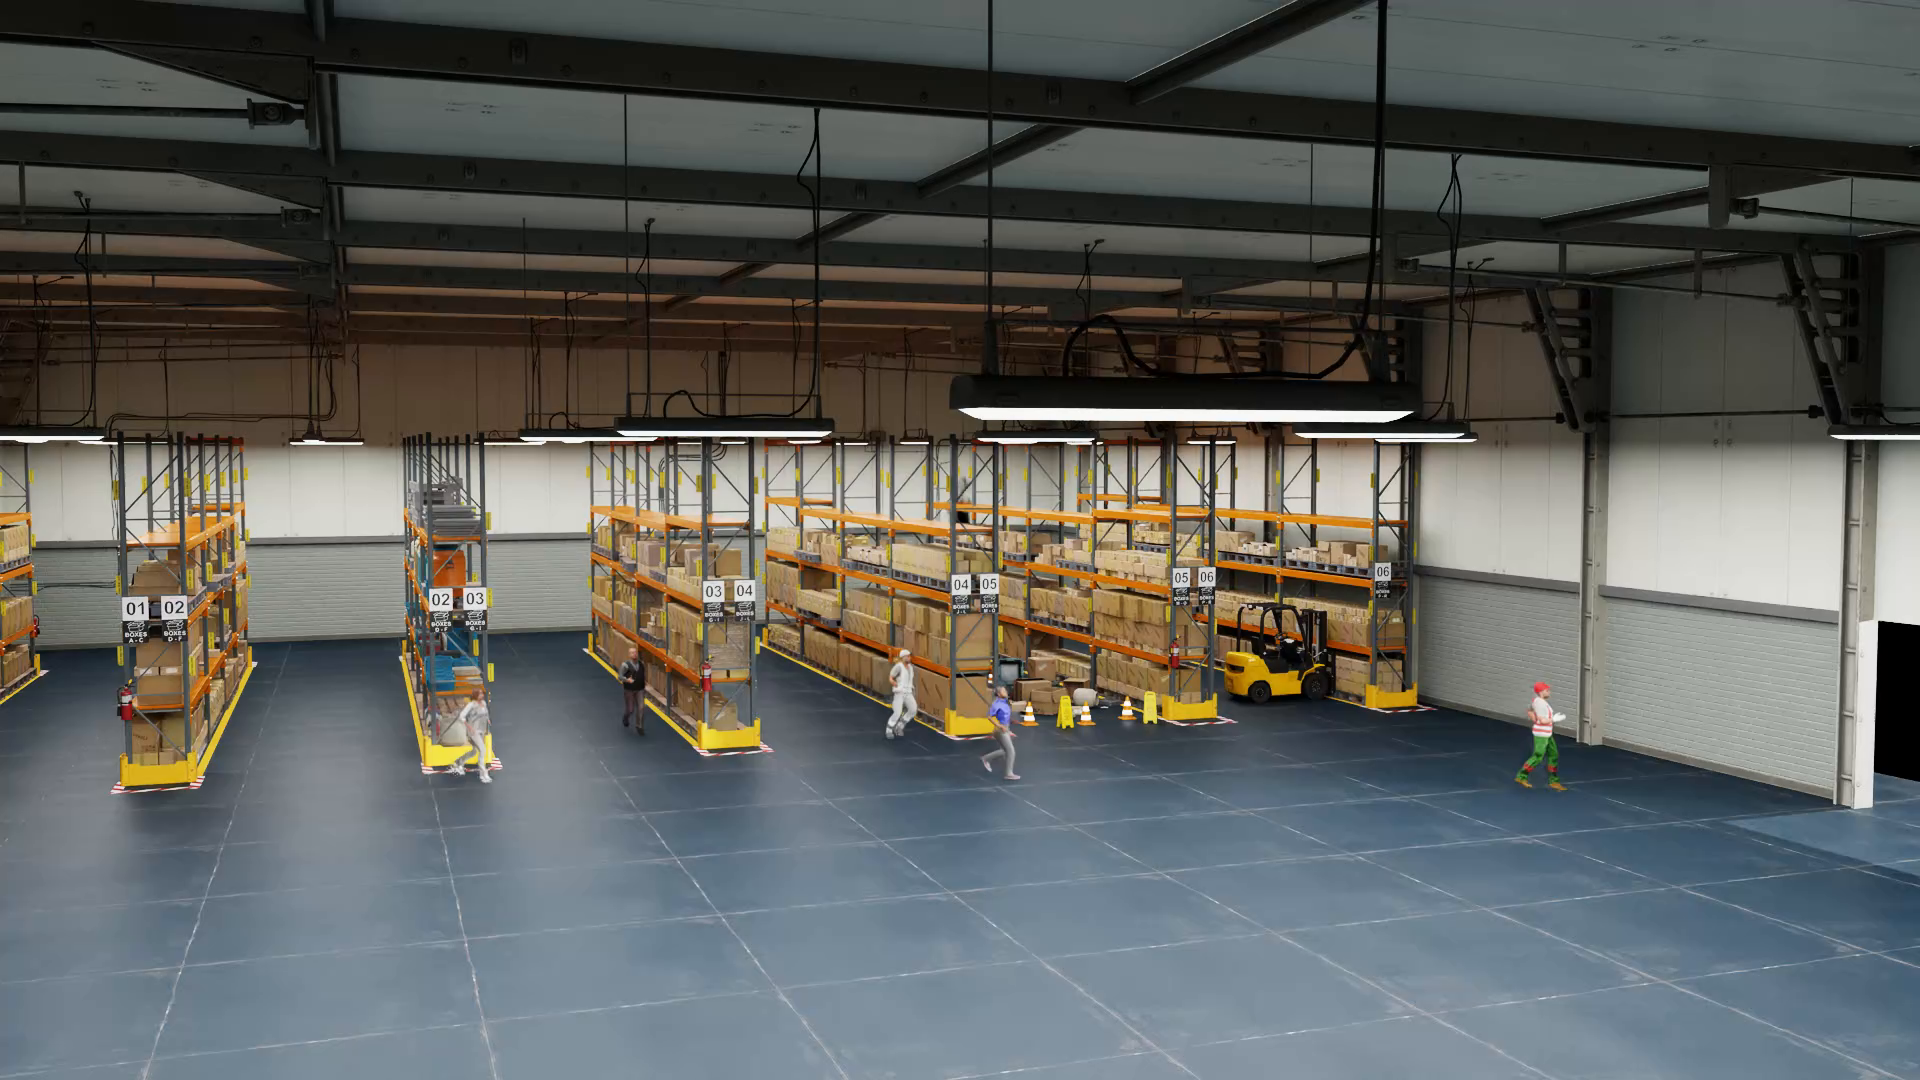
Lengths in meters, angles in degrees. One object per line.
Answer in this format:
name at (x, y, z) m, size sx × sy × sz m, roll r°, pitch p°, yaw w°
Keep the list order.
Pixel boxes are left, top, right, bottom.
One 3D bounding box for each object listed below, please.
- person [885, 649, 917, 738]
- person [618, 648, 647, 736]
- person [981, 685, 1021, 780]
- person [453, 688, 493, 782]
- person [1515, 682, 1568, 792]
person at (-1.093, 3.025, 32.819) m, size 0.719 × 1.724 × 0.602 m, roll -3°, pitch 4°, yaw -43°
person at (-6.522, 3.015, 33.257) m, size 0.661 × 1.718 × 0.935 m, roll -2°, pitch 4°, yaw -31°
person at (0.688, 3.323, 28.747) m, size 0.749 × 1.602 × 0.585 m, roll 1°, pitch 3°, yaw 20°
person at (-8.355, 3.331, 28.600) m, size 0.805 × 1.608 × 0.550 m, roll 1°, pitch 3°, yaw 17°
person at (9.685, 3.269, 27.661) m, size 0.828 × 1.819 × 0.639 m, roll 1°, pitch 3°, yaw 24°
